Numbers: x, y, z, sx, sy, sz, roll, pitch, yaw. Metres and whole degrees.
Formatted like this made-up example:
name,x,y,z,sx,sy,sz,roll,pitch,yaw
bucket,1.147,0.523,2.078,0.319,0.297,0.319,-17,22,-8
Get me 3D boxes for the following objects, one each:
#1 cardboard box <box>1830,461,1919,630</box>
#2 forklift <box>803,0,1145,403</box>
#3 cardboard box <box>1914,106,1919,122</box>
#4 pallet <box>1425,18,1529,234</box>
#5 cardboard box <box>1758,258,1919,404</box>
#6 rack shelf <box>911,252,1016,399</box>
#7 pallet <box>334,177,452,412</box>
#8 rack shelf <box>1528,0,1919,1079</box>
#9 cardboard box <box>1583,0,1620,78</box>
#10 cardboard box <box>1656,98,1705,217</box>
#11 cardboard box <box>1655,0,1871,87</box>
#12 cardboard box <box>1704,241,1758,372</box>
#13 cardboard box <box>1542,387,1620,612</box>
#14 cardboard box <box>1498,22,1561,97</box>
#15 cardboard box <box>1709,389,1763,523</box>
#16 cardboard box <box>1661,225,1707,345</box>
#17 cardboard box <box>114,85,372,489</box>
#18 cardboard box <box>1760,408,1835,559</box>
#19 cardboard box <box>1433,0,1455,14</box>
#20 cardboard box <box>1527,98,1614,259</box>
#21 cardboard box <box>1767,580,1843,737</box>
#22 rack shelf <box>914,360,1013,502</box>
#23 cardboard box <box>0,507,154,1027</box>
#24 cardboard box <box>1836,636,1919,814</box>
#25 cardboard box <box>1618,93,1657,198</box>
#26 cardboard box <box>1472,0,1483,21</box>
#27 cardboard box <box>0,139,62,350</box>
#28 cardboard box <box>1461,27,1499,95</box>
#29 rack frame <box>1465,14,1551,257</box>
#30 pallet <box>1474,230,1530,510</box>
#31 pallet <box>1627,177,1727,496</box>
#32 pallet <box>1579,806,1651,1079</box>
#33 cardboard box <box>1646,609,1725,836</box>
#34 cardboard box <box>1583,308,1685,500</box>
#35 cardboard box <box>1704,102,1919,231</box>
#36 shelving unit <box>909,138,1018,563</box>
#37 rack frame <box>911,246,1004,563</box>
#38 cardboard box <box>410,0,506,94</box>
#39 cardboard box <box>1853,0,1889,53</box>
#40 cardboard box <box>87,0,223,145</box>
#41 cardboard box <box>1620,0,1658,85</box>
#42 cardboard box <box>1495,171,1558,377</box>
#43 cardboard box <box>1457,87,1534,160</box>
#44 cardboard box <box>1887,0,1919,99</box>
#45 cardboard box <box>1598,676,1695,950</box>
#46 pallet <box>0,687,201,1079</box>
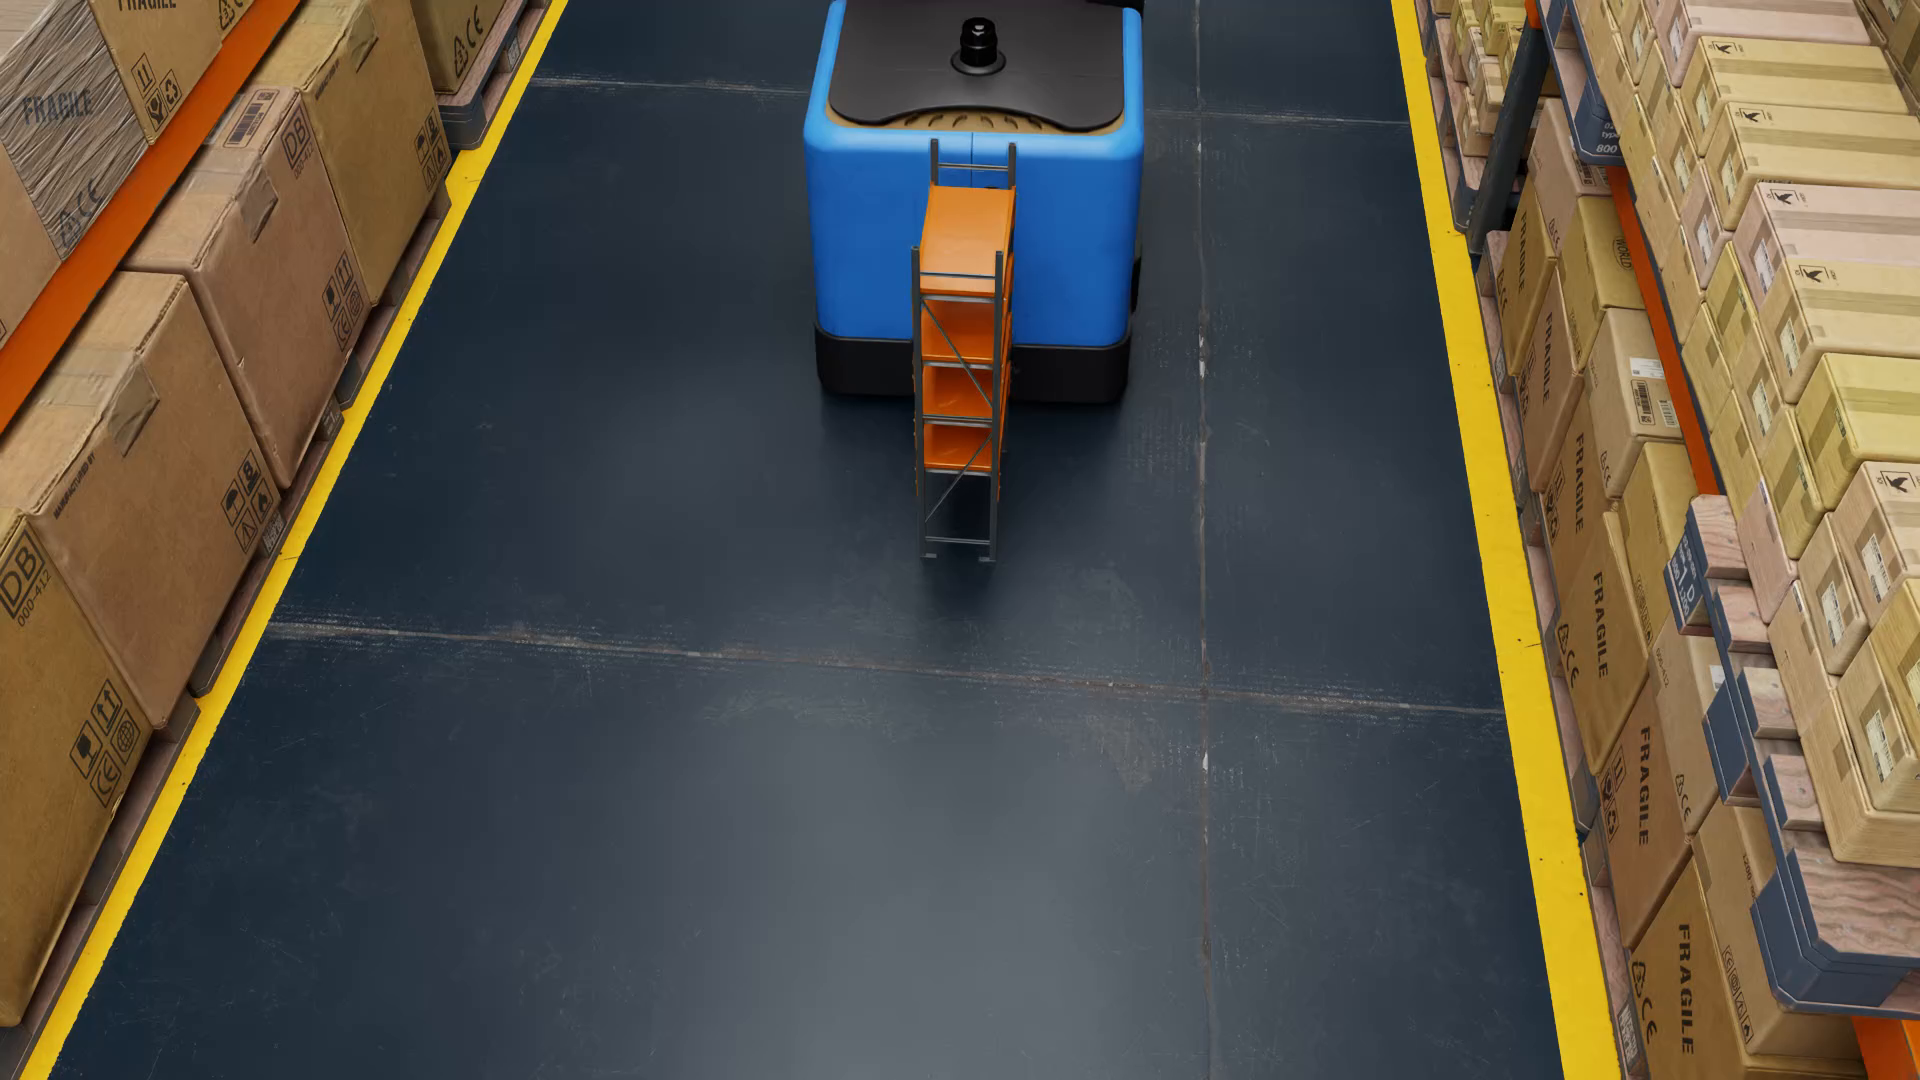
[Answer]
name,x,y,z,sx,sy,sz,roll,pitch,yaw
cardboard box,1.656,0.019,2.682,0.380,0.149,0.250,3,48,3
forklift,0.121,-2.531,5.579,1.130,2.935,3.031,2,48,2
cardboard box,2.453,-0.881,3.909,0.380,0.149,0.250,6,48,5
pallet,2.433,-1.642,6.609,1.003,0.211,1.213,4,48,4
cardboard box,1.701,-0.370,3.038,0.380,0.149,0.250,5,48,5
rack shelf,0.015,-0.632,4.803,0.258,0.148,0.480,4,48,4
pallet,-2.518,-0.982,6.005,1.003,0.211,1.213,4,48,4
rack shelf,2.225,-0.375,4.047,1.077,0.370,4.000,4,48,4
cardboard box,1.843,-1.313,4.304,0.380,0.149,0.250,4,48,4
cardboard box,1.773,-0.836,3.666,0.380,0.149,0.250,3,48,3
cardboard box,1.797,-1.136,3.739,0.380,0.149,0.250,5,48,5
cardboard box,1.727,-0.455,3.318,0.380,0.149,0.250,4,48,3
cardboard box,1.995,-0.085,4.705,0.500,0.500,0.500,5,48,4
cardboard box,2.181,-1.746,6.059,0.380,0.149,0.250,5,48,5
cardboard box,1.704,-0.152,3.242,0.380,0.149,0.250,3,48,3
cardboard box,1.752,-0.540,3.597,0.380,0.149,0.250,5,48,5
cardboard box,-2.642,-0.791,5.096,1.225,0.875,0.875,2,48,2
cardboard box,1.678,-0.088,2.982,0.380,0.149,0.250,5,48,4
cardboard box,2.198,-2.338,7.003,0.380,0.149,0.250,4,48,3
cardboard box,2.077,-1.113,5.136,0.500,0.250,0.500,2,48,2
cardboard box,1.654,0.220,2.902,0.380,0.149,0.250,4,48,3
rack shelf,0.015,-0.347,5.115,0.258,0.148,0.480,4,48,4
cardboard box,-2.804,0.514,3.902,1.225,0.875,0.875,2,48,2
cardboard box,1.634,0.301,2.626,0.380,0.149,0.250,5,48,4
cardboard box,1.800,-0.926,3.949,0.380,0.149,0.250,3,48,3
cardboard box,2.180,-2.120,6.401,0.380,0.149,0.250,3,48,3
cardboard box,-2.484,-0.684,3.775,0.500,0.500,0.500,3,48,3
cardboard box,2.132,-1.820,6.327,0.380,0.149,0.250,2,48,2
rack frame,2.407,-2.087,5.126,1.000,3.000,0.127,4,48,4
pallet,2.338,-0.574,5.632,1.003,0.211,1.213,4,48,4
pallet,2.182,-0.540,3.841,1.003,0.211,1.213,4,48,4
pallet,2.115,1.219,3.992,1.003,0.211,1.213,4,48,4
cardboard box,1.879,0.409,3.744,0.500,0.250,0.500,4,48,4
cardboard box,1.980,-0.347,4.436,0.500,0.250,0.500,6,48,5
cardboard box,1.751,-0.746,3.382,0.380,0.149,0.250,6,48,5
shelving unit,0.015,-0.527,4.919,0.258,1.200,0.503,4,48,4
rack frame,-0.007,-0.347,4.755,0.240,1.200,0.015,4,48,4
cardboard box,-2.383,-2.399,6.567,0.875,0.875,0.875,4,48,4
cardboard box,2.497,-1.281,4.274,0.380,0.149,0.250,2,48,2
cardboard box,-2.386,-1.419,4.447,0.500,0.500,0.500,3,48,3
cardboard box,1.823,-1.216,4.014,0.380,0.149,0.250,6,48,5
cardboard box,2.076,-0.860,5.413,0.500,0.500,0.500,6,48,5
cardboard box,2.104,-1.578,6.308,0.380,0.149,0.250,4,48,4
cardboard box,2.474,-1.171,3.972,0.380,0.149,0.250,2,48,2
cardboard box,1.893,0.672,4.012,0.500,0.500,0.500,6,48,5
pallet,-2.740,0.811,4.365,1.003,0.211,1.213,4,48,4
